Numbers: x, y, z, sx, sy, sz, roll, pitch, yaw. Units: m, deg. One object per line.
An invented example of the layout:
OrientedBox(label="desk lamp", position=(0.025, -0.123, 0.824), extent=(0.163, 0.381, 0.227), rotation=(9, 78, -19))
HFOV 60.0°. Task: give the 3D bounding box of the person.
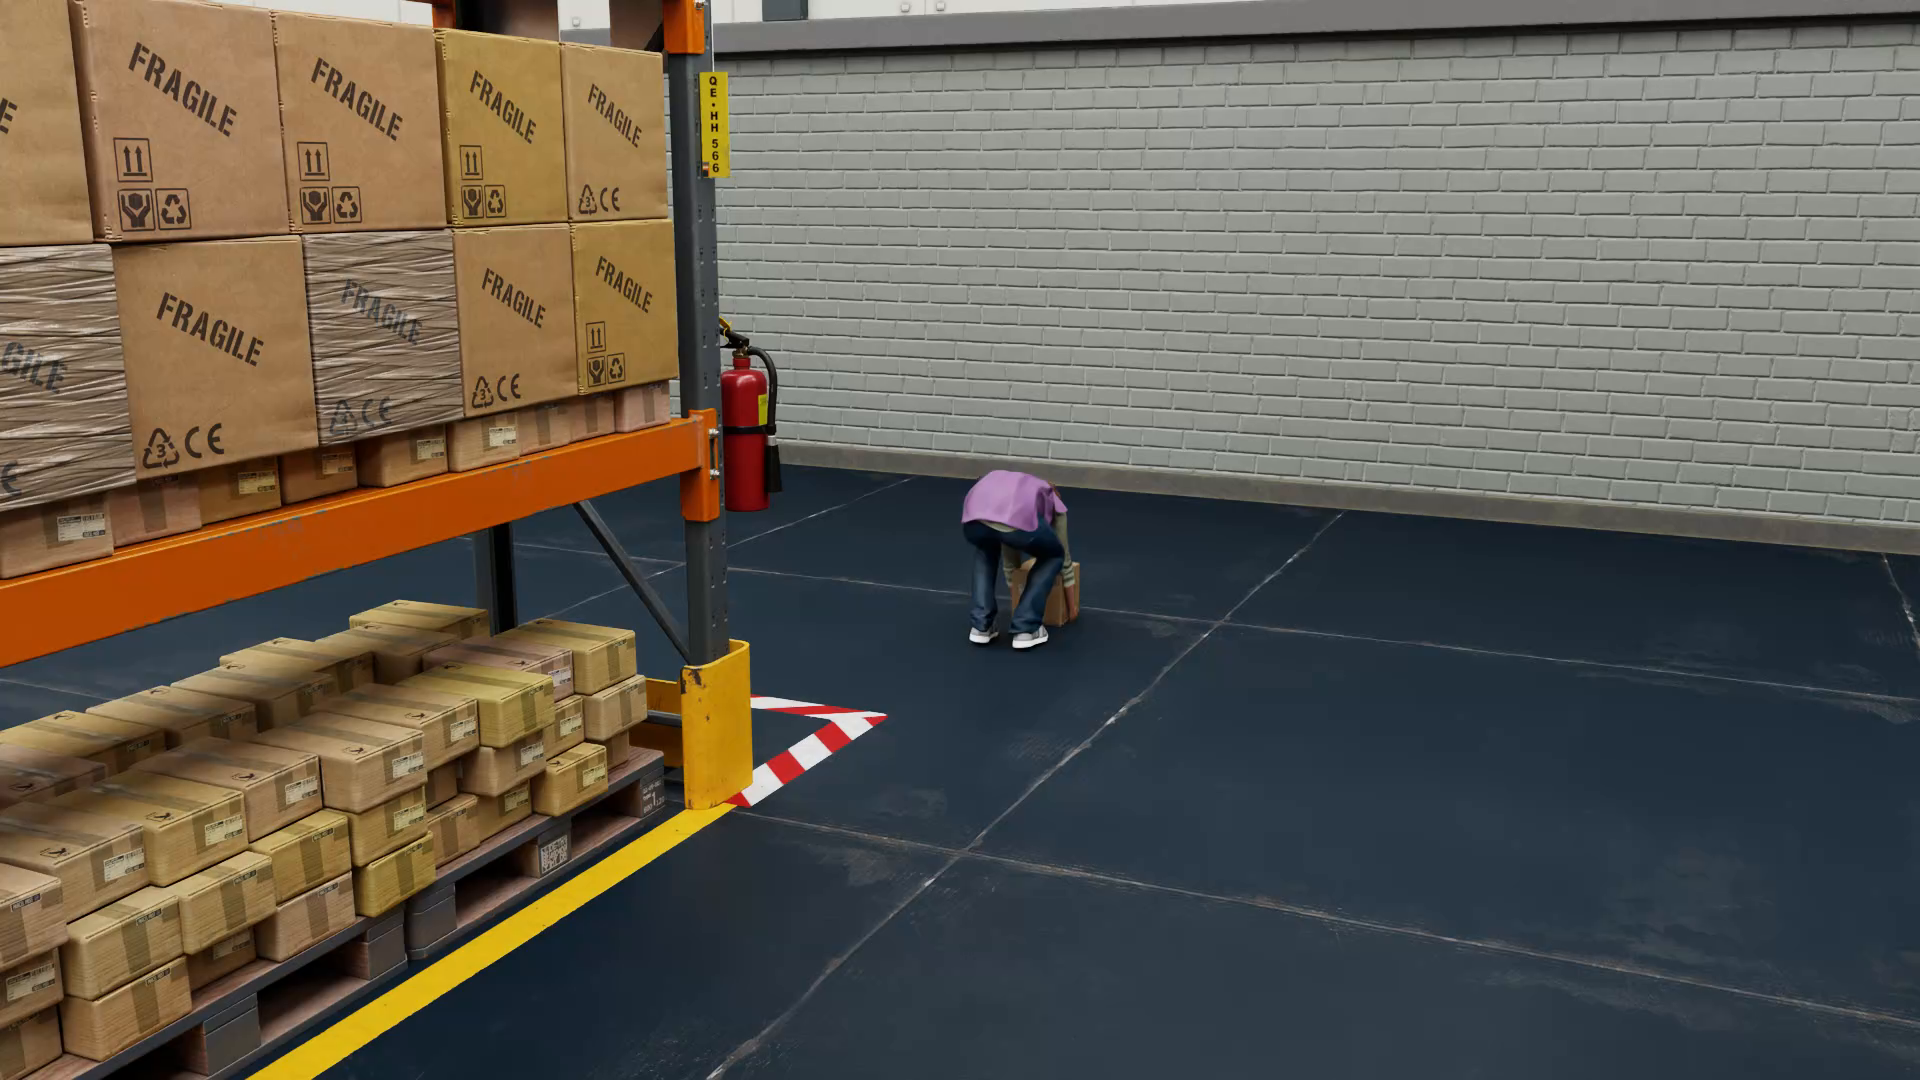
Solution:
OrientedBox(label="person", position=(0.268, 0.058, 7.621), extent=(0.432, 0.807, 0.864), rotation=(5, 13, 21))
